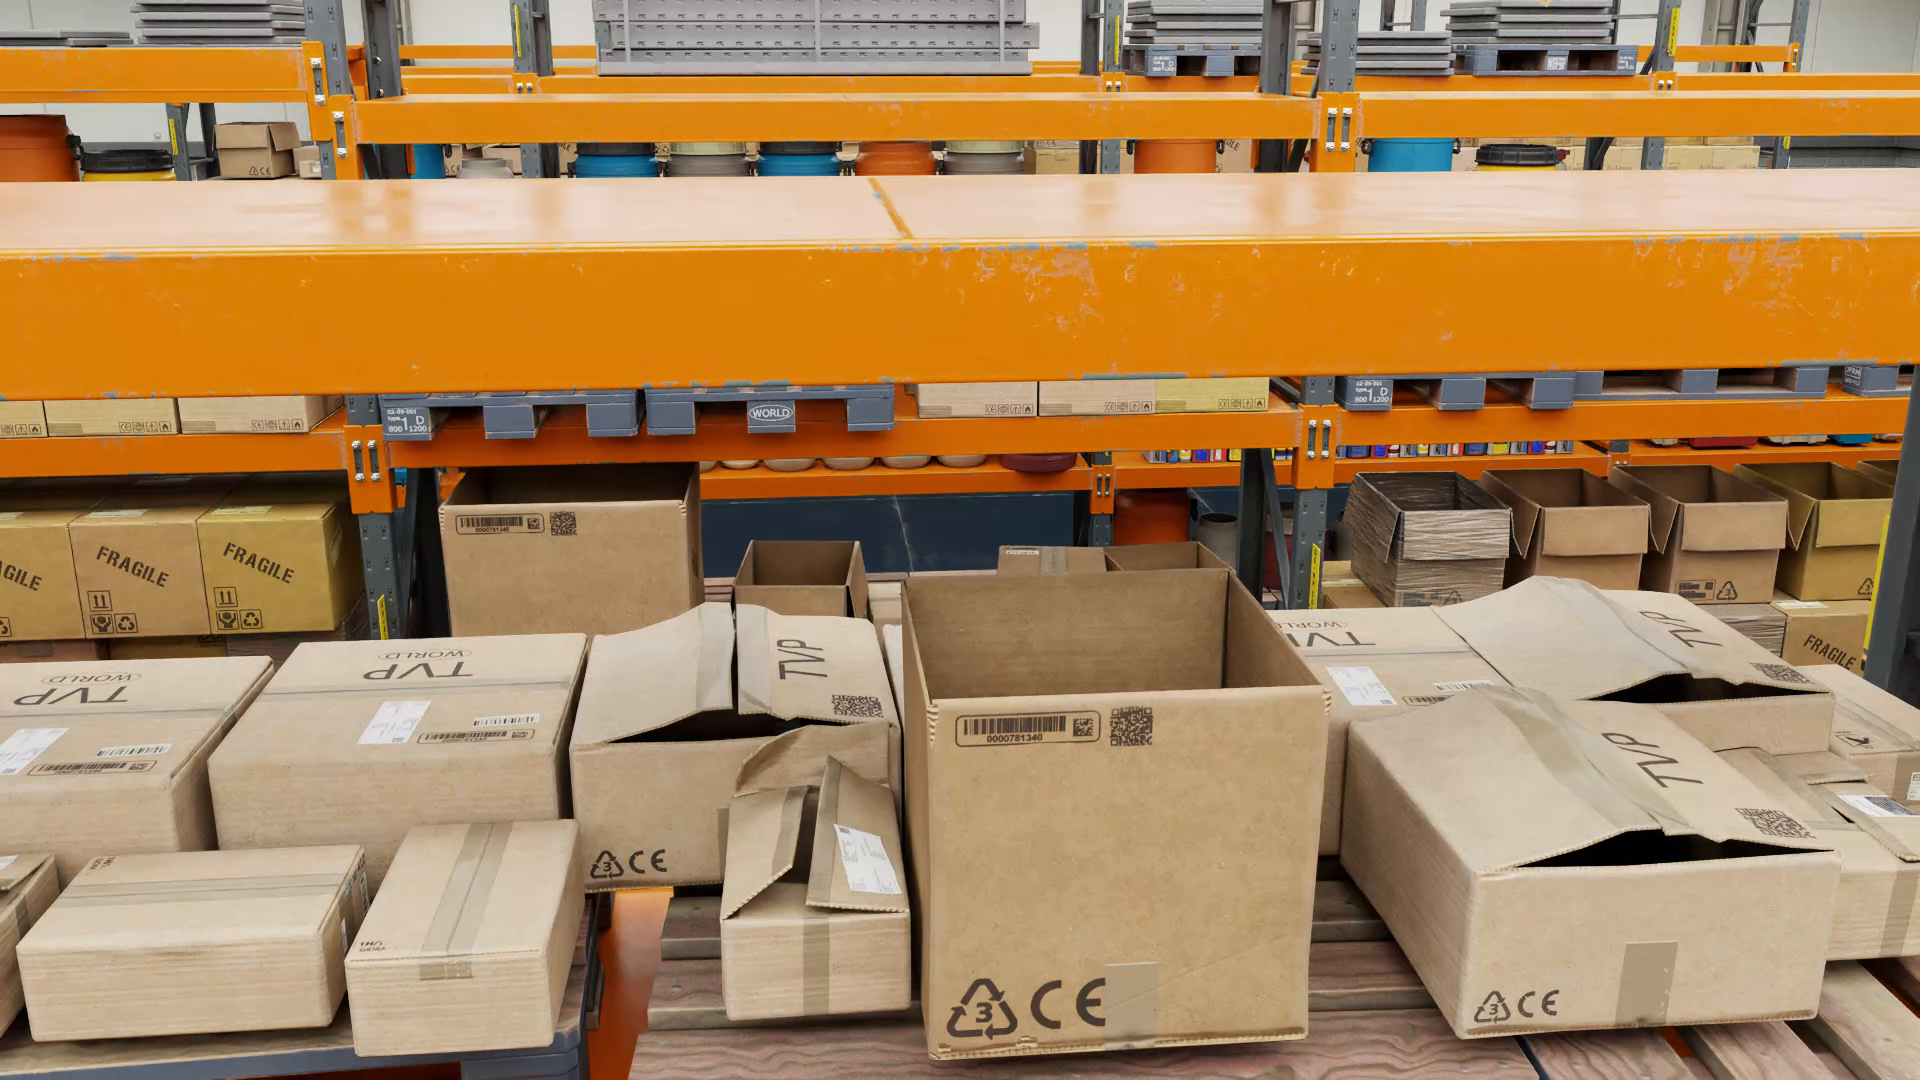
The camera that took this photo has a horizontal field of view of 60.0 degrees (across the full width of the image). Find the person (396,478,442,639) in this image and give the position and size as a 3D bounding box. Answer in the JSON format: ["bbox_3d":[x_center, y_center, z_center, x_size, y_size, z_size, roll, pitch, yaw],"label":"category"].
[{"bbox_3d":[-3.561,0.339,10.949,1.038,1.668,0.532,-3,17,-11],"label":"person"}]
